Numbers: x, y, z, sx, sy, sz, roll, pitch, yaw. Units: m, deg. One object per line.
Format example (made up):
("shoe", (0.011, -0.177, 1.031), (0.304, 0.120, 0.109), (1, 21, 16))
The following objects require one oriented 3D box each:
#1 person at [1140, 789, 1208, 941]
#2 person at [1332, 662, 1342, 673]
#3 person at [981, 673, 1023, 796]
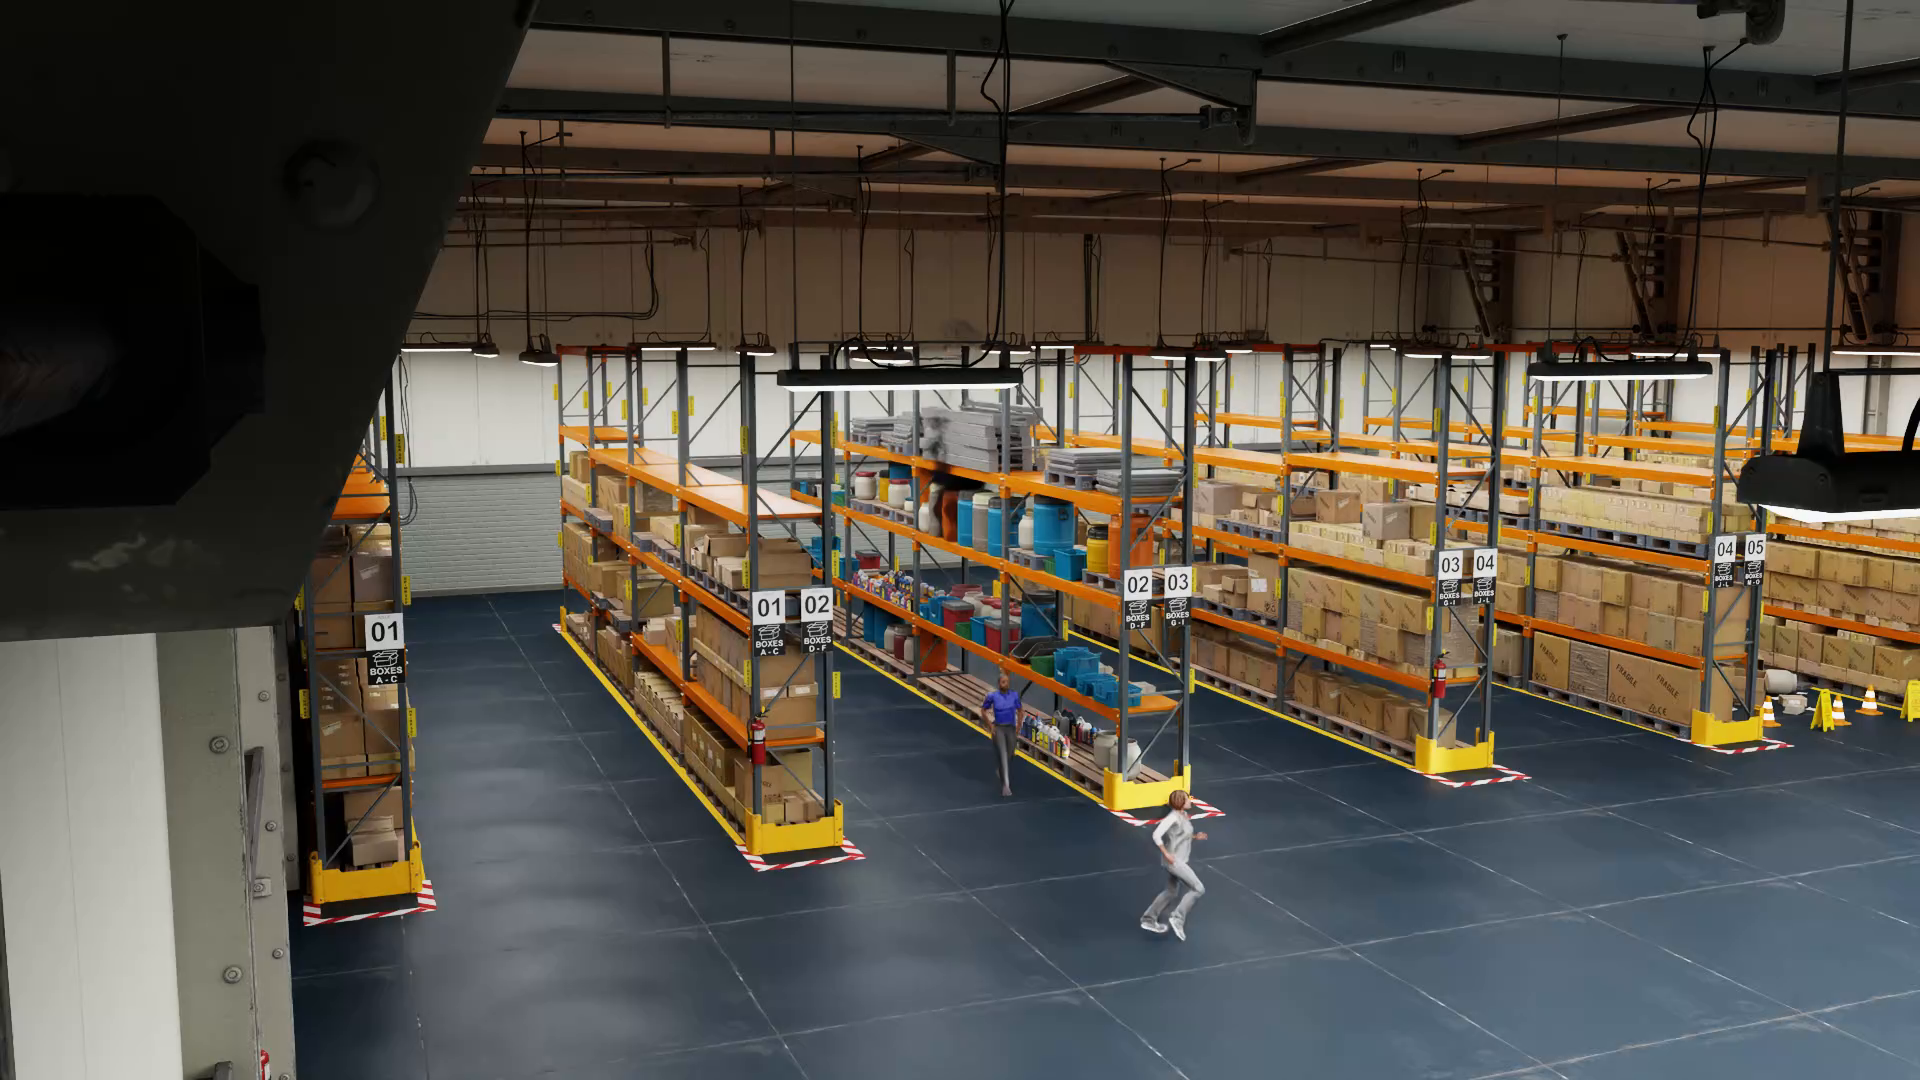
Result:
("person", (2.227, 3.363, 17.281), (0.688, 1.575, 0.523), (1, 7, 11))
("person", (6.961, 1.592, 30.393), (0.640, 1.746, 0.606), (-4, 8, -30))
("person", (0.583, 2.636, 22.898), (0.593, 1.646, 0.763), (-2, 8, -16))
